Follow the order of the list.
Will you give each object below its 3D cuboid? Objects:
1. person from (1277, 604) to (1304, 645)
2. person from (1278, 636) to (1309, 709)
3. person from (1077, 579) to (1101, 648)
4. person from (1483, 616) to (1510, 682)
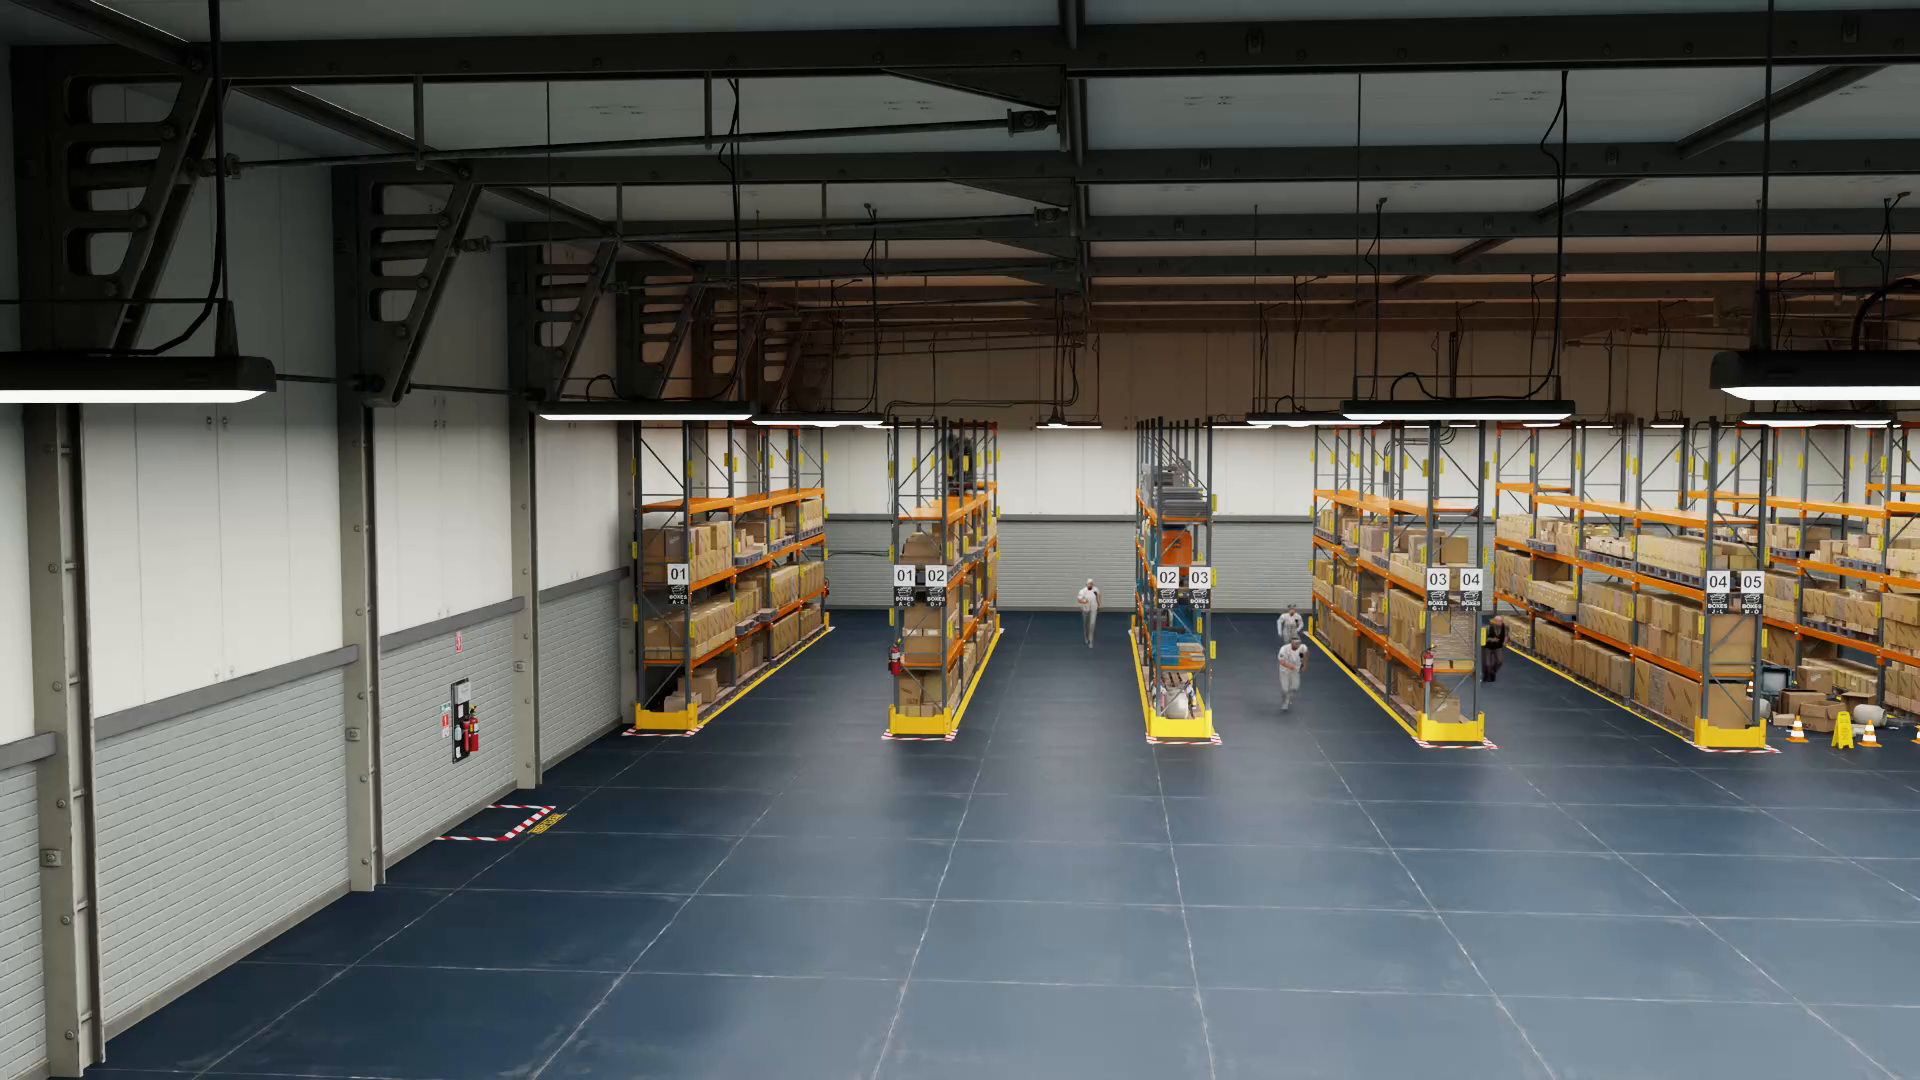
[{"bbox_3d":[7.963,2.321,40.075,0.608,1.619,0.642,0,4,2],"label":"person"},{"bbox_3d":[6.854,2.719,34.171,0.693,1.566,0.840,0,4,-7],"label":"person"},{"bbox_3d":[3.308,1.845,42.519,0.628,1.728,0.871,0,4,-1],"label":"person"},{"bbox_3d":[12.145,2.466,37.706,0.688,1.555,0.933,0,4,-4],"label":"person"}]
